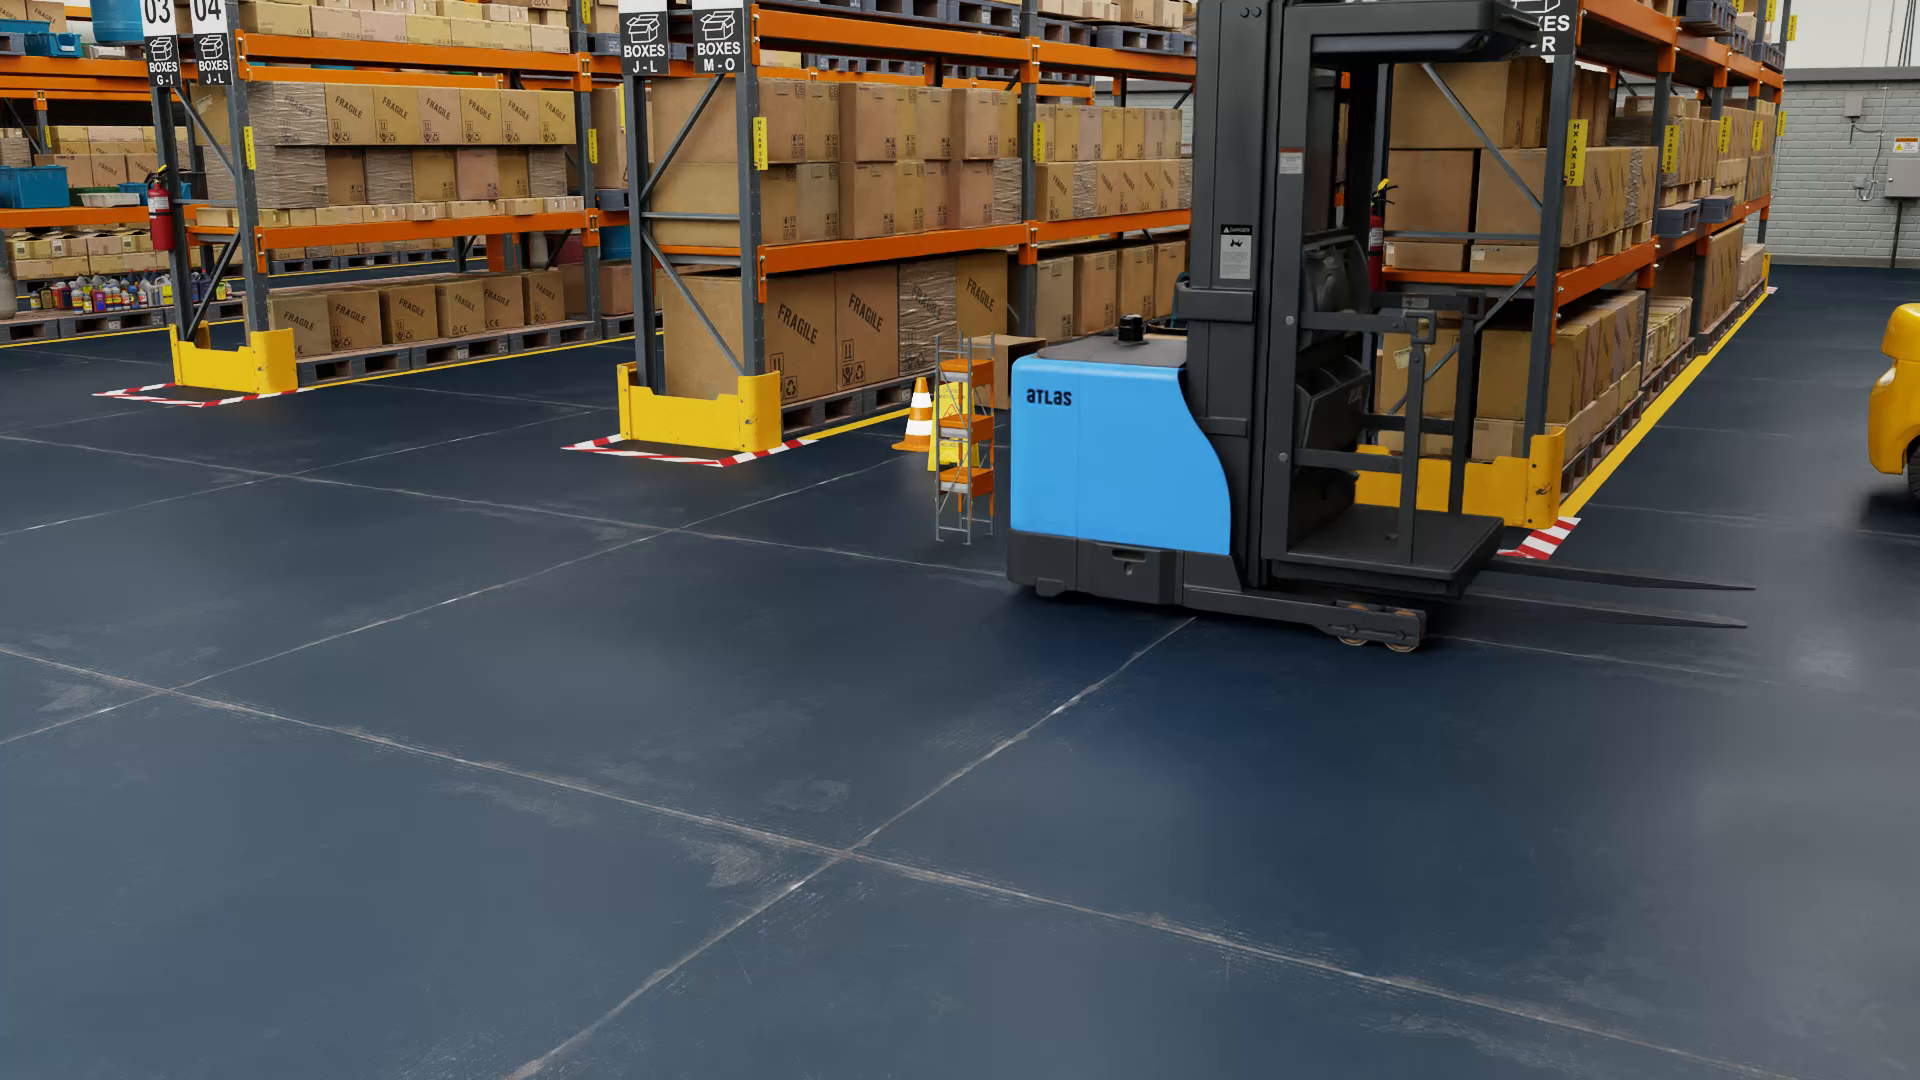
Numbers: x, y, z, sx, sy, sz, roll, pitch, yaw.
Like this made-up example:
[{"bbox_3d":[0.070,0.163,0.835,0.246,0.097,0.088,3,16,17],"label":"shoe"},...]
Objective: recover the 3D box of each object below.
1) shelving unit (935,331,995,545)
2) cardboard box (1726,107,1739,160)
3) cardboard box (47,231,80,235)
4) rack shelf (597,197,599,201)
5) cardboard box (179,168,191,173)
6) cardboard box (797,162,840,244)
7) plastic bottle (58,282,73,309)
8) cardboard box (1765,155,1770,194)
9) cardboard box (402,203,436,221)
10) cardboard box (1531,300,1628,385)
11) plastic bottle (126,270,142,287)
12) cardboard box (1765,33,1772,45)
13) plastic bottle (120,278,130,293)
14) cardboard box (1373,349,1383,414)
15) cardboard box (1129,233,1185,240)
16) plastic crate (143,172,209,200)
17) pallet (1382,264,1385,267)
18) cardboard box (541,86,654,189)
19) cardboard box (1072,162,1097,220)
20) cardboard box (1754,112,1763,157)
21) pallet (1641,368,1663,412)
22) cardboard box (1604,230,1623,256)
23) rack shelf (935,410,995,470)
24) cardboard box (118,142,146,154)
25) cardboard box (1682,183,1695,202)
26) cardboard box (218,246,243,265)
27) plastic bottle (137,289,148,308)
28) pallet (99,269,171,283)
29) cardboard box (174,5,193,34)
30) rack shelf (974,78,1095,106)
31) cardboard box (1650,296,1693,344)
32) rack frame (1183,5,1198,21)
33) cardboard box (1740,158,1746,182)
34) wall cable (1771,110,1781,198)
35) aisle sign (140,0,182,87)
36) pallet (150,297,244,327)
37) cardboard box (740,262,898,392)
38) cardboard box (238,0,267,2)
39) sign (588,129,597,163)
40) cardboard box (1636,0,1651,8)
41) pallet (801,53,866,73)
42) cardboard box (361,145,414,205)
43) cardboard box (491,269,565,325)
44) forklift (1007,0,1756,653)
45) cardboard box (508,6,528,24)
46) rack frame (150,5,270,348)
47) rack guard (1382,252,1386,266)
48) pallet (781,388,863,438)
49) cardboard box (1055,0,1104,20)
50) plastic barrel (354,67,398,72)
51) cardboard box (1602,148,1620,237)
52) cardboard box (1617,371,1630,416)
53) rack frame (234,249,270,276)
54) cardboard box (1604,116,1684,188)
[{"bbox_3d":[0.026,-0.521,8.456,0.215,1.050,0.252,7,15,28],"label":"shelving unit"},{"bbox_3d":[7.441,-4.050,16.586,0.500,0.500,0.500,8,16,30],"label":"cardboard box"},{"bbox_3d":[-12.351,-4.125,23.019,0.500,0.311,0.500,7,15,28],"label":"cardboard box"},{"bbox_3d":[-5.551,-4.979,24.322,1.077,0.370,4.000,7,15,28],"label":"rack shelf"},{"bbox_3d":[-11.454,-5.276,24.207,0.500,0.311,0.500,7,15,27],"label":"cardboard box"},{"bbox_3d":[-1.370,-2.403,11.781,0.875,0.550,0.550,7,15,28],"label":"cardboard box"},{"bbox_3d":[-9.642,-2.634,17.915,0.061,0.283,0.133,7,15,28],"label":"plastic bottle"},{"bbox_3d":[10.103,-4.694,21.392,0.500,0.500,0.500,7,15,27],"label":"cardboard box"},{"bbox_3d":[-4.893,-2.922,14.791,0.380,0.149,0.250,7,15,28],"label":"cardboard box"},{"bbox_3d":[4.019,-1.285,10.834,0.500,0.500,0.500,8,16,31],"label":"cardboard box"},{"bbox_3d":[-9.296,-2.867,18.738,0.144,0.351,0.185,7,15,26],"label":"plastic bottle"},{"bbox_3d":[10.222,-6.412,21.539,0.500,0.250,0.500,6,15,23],"label":"cardboard box"},{"bbox_3d":[-9.334,-2.794,18.605,0.097,0.271,0.097,0,14,0],"label":"plastic bottle"},{"bbox_3d":[2.850,-1.134,12.167,0.500,0.500,0.500,-5,14,-20],"label":"cardboard box"},{"bbox_3d":[2.212,-3.298,18.652,0.500,0.250,0.500,7,15,27],"label":"cardboard box"},{"bbox_3d":[-8.816,-3.975,18.753,0.767,0.338,0.504,7,15,28],"label":"plastic crate"},{"bbox_3d":[5.518,-3.882,24.187,1.003,0.211,1.213,7,15,28],"label":"pallet"},{"bbox_3d":[-3.609,-4.180,17.295,1.000,1.000,1.000,7,15,28],"label":"cardboard box"},{"bbox_3d":[0.911,-3.184,15.126,0.500,0.500,0.500,8,15,28],"label":"cardboard box"},{"bbox_3d":[9.119,-4.763,19.544,0.500,0.500,0.500,7,15,27],"label":"cardboard box"},{"bbox_3d":[4.935,-1.218,13.137,1.003,0.211,1.213,7,15,28],"label":"pallet"},{"bbox_3d":[3.940,-1.877,10.454,0.380,0.149,0.250,8,15,29],"label":"cardboard box"},{"bbox_3d":[0.026,-0.511,8.459,0.215,0.259,0.240,7,15,28],"label":"rack shelf"},{"bbox_3d":[-14.229,-6.523,28.299,0.500,0.500,0.500,7,15,28],"label":"cardboard box"},{"bbox_3d":[5.758,-2.838,13.545,0.380,0.149,0.250,8,16,30],"label":"cardboard box"},{"bbox_3d":[-10.893,-4.213,24.577,0.500,0.250,0.500,8,16,29],"label":"cardboard box"},{"bbox_3d":[-8.874,-2.621,18.037,0.097,0.201,0.097,0,14,0],"label":"plastic bottle"},{"bbox_3d":[-11.875,-3.711,23.477,1.003,0.211,1.213,7,15,28],"label":"pallet"},{"bbox_3d":[-6.038,-4.229,13.596,0.500,0.250,0.500,8,16,29],"label":"cardboard box"},{"bbox_3d":[0.719,-6.697,25.047,1.077,0.370,4.000,7,15,28],"label":"rack shelf"},{"bbox_3d":[6.211,-2.047,15.333,0.950,0.372,0.625,6,15,24],"label":"cardboard box"},{"bbox_3d":[2.111,-6.691,17.088,1.000,3.000,0.127,7,15,28],"label":"rack frame"},{"bbox_3d":[8.192,-4.004,17.995,0.500,0.250,0.500,8,16,29],"label":"cardboard box"},{"bbox_3d":[13.066,-6.545,27.046,0.585,1.953,0.123,7,15,28],"label":"wall cable"},{"bbox_3d":[-6.342,-4.001,13.184,0.394,0.787,0.004,7,15,28],"label":"aisle sign"},{"bbox_3d":[-8.812,-2.609,18.907,1.003,0.211,1.213,7,15,28],"label":"pallet"},{"bbox_3d":[-1.063,-1.632,12.541,0.875,0.875,0.875,7,15,27],"label":"cardboard box"},{"bbox_3d":[-5.714,-4.326,13.145,0.380,0.149,0.250,7,15,28],"label":"cardboard box"},{"bbox_3d":[-3.637,-3.898,16.454,0.100,0.325,0.005,7,15,28],"label":"sign"},{"bbox_3d":[4.164,-3.441,10.544,0.380,0.149,0.250,8,16,30],"label":"cardboard box"},{"bbox_3d":[-1.917,-5.862,20.451,1.213,0.211,1.003,8,16,31],"label":"pallet"},{"bbox_3d":[-5.343,-3.233,14.696,0.875,0.500,0.500,7,15,28],"label":"cardboard box"},{"bbox_3d":[-4.344,-2.448,16.726,0.500,0.500,0.500,7,15,26],"label":"cardboard box"},{"bbox_3d":[1.760,-1.115,6.905,3.031,2.935,1.130,7,15,27],"label":"forklift"},{"bbox_3d":[-4.274,-4.911,15.572,0.380,0.149,0.250,7,15,25],"label":"cardboard box"},{"bbox_3d":[-6.049,-2.716,13.400,1.000,3.000,0.127,7,15,28],"label":"rack frame"},{"bbox_3d":[5.942,-4.185,24.827,1.175,0.500,0.348,7,15,28],"label":"rack guard"},{"bbox_3d":[-1.438,-0.951,12.027,1.003,0.211,1.213,7,15,28],"label":"pallet"},{"bbox_3d":[1.083,-4.801,15.074,0.380,0.149,0.250,7,15,28],"label":"cardboard box"},{"bbox_3d":[-7.421,-6.308,20.980,0.600,0.830,0.708,7,15,28],"label":"plastic barrel"},{"bbox_3d":[3.590,-2.064,9.845,0.500,0.500,0.500,7,15,27],"label":"cardboard box"},{"bbox_3d":[4.260,-1.019,11.332,0.500,0.250,0.500,7,15,27],"label":"cardboard box"},{"bbox_3d":[-10.852,-5.481,24.867,1.000,3.000,0.127,7,15,28],"label":"rack frame"},{"bbox_3d":[5.037,-2.875,12.315,0.500,0.500,0.500,8,16,29],"label":"cardboard box"}]
